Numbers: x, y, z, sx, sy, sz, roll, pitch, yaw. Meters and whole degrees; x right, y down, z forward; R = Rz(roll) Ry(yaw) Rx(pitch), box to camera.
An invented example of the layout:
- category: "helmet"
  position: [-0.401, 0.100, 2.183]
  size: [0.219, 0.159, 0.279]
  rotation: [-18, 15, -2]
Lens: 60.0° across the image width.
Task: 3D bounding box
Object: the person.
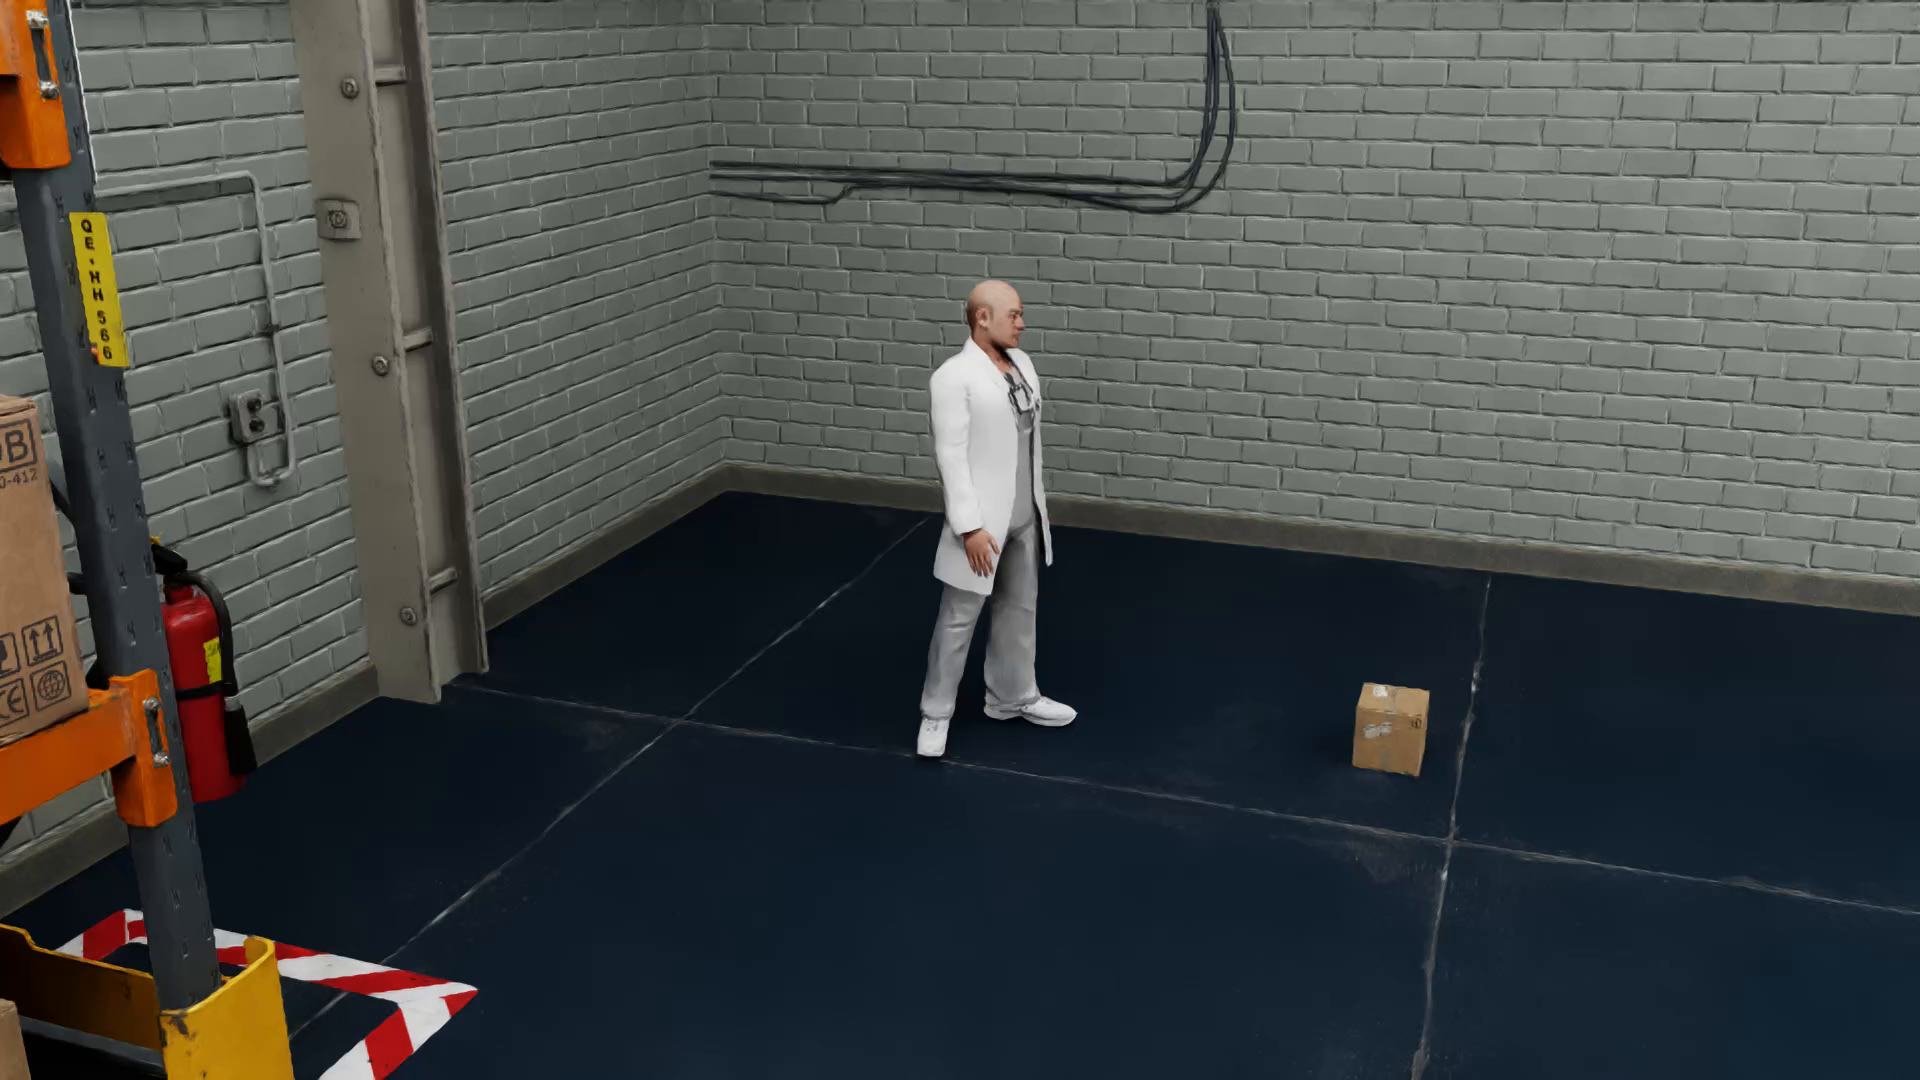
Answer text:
- category: "person"
  position: [0.098, -0.083, 6.275]
  size: [0.440, 1.785, 0.717]
  rotation: [16, 24, 39]
